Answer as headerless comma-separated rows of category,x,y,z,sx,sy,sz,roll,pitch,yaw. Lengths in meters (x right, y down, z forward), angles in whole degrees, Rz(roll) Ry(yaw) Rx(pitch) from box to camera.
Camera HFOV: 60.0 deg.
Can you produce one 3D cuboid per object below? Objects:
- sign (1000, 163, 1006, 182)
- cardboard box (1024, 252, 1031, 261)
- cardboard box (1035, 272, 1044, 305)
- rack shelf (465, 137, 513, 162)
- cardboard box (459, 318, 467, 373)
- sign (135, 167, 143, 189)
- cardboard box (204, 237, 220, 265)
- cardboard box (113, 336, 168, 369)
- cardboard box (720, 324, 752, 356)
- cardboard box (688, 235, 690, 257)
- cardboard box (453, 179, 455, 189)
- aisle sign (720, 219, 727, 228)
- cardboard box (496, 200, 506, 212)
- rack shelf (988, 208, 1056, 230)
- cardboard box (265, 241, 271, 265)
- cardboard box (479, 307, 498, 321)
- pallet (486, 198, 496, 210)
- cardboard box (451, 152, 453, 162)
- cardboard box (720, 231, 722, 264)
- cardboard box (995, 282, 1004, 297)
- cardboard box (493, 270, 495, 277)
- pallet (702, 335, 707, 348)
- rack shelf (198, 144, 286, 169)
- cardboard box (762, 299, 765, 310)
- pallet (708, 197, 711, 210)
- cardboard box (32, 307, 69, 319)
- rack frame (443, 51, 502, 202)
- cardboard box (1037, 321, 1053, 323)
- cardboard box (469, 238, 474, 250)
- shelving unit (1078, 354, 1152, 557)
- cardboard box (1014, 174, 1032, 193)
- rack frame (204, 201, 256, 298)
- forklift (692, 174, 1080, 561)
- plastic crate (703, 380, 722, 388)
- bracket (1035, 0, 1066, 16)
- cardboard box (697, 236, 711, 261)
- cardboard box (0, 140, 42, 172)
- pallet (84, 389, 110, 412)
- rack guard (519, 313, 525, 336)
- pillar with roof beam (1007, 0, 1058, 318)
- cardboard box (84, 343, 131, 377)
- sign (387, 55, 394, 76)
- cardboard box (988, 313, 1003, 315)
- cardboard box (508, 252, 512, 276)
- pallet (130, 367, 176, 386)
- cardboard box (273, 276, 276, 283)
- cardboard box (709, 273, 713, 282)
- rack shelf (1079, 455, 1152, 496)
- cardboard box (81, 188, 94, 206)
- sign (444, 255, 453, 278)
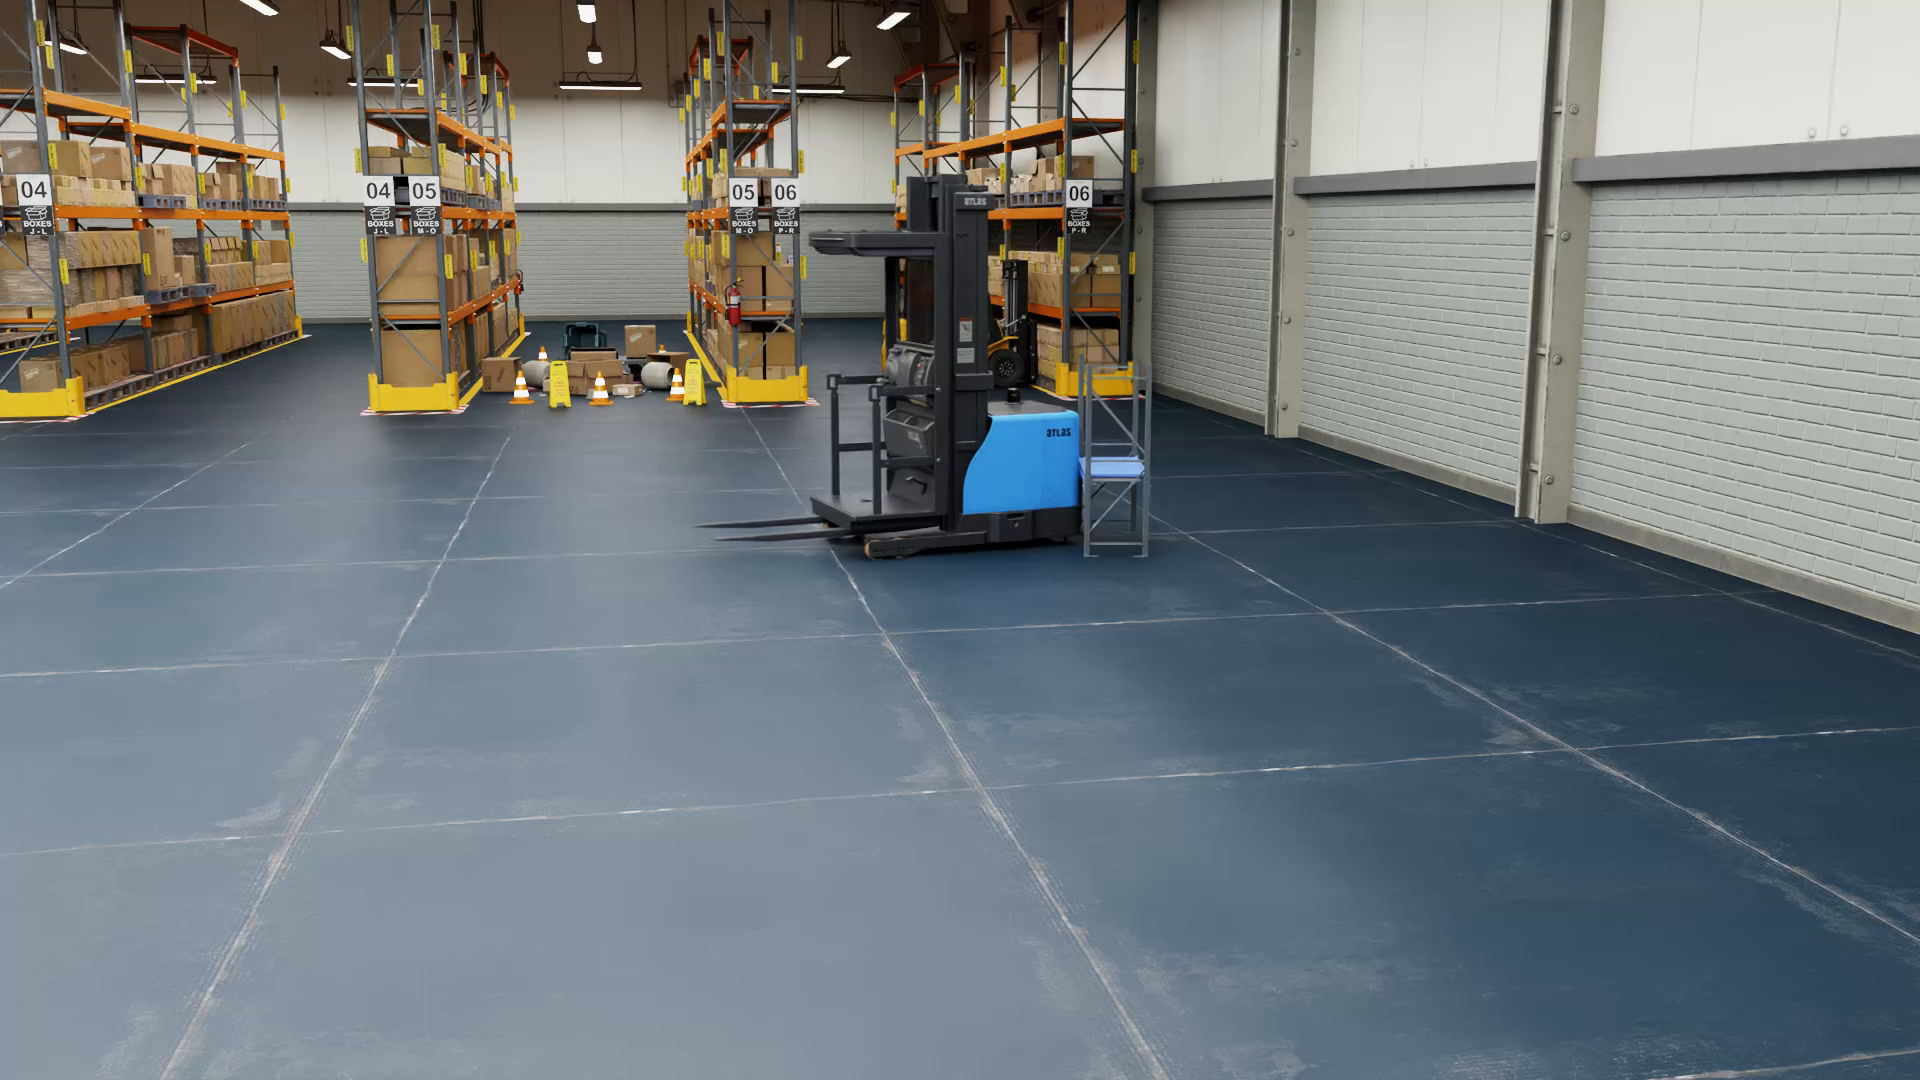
sign,0.739,-6.292,28.483,0.100,0.325,0.005,-2,11,-11
cardboard box,1.265,-4.687,27.501,0.380,0.149,0.250,-2,11,-12
cardboard box,1.503,-4.017,26.510,0.500,0.500,0.500,-2,11,-12
rack shelf,-10.379,-8.477,36.102,1.077,0.370,4.000,-2,11,-11
cardboard box,-8.380,-3.096,26.499,0.875,0.875,0.875,-2,11,-10
sign,-12.788,-5.638,25.891,0.100,0.325,0.005,-2,11,-11
cardboard box,-14.347,-5.419,31.197,0.797,0.503,0.637,-2,11,-10
cardboard box,-13.492,-3.079,27.361,0.700,0.500,0.500,-2,11,-11
cardboard box,-3.633,-3.258,27.017,0.500,0.500,0.500,-2,11,-9
cardboard box,-6.011,-6.798,38.450,0.500,0.500,0.500,-2,11,-13
cardboard box,-7.704,-5.276,24.652,0.380,0.149,0.250,-2,11,-10
aisle sign,-5.642,-7.752,39.451,0.394,0.787,0.004,-2,11,-11
cardboard box,-9.821,-7.013,34.898,0.500,0.250,0.500,-2,11,-8
rack shelf,0.881,-5.918,30.669,1.077,0.370,4.000,-2,11,-11
cardboard box,-14.911,-6.081,35.221,0.500,0.500,0.500,-2,11,-13
cardboard box,-9.207,-4.360,32.138,0.500,0.250,0.500,-2,11,-12
pallet,-9.035,-6.050,29.941,1.213,0.211,1.003,-2,11,-8
cardboard box,-7.705,-5.668,24.579,0.380,0.149,0.250,-2,11,-10
cardboard box,-3.225,-4.382,24.957,0.700,0.500,0.500,-2,11,-10
cardboard box,0.915,-4.440,29.404,0.500,0.250,0.500,-2,11,-10
cardboard box,-9.462,-5.297,33.053,0.380,0.149,0.250,-2,11,-9
pallet,-4.930,-4.208,35.243,1.003,0.211,1.213,-2,11,-11
rack shelf,-15.264,-8.121,35.289,1.077,0.370,4.000,-2,11,-11
cardboard box,-2.747,-3.508,24.779,0.380,0.149,0.250,-2,11,-10
pallet,-3.819,-5.938,29.354,1.213,0.211,1.003,-2,11,-11
cardboard box,-12.363,-3.093,22.598,0.380,0.149,0.250,-2,11,-11
rack frame,-9.990,-8.466,34.107,1.000,3.000,0.127,-2,11,-11
cardboard box,1.254,-3.493,27.581,0.500,0.250,0.500,-2,11,-9
cardboard box,-8.933,-5.056,29.295,0.700,0.500,0.500,-2,11,-12
shelving unit,1.226,-0.701,13.371,0.538,1.500,1.048,0,11,1
cardboard box,1.193,-5.955,27.786,0.500,0.311,0.500,-2,11,-10
rack frame,-14.875,-5.357,33.818,1.000,3.000,0.127,-2,11,-11
forklift,-0.589,-1.391,13.165,3.031,2.935,1.130,-5,12,-23
plastic crate,-4.097,-2.498,26.606,0.402,0.080,0.583,-6,13,-31
bracket,1.866,-9.109,27.861,0.076,0.066,4.783,-2,11,-11
cardboard box,-5.129,-5.982,34.161,0.500,0.500,0.500,-2,11,-12
cardboard box,-13.091,-5.345,23.336,0.500,0.500,0.500,-2,11,-11
pallet,-12.679,-1.950,23.378,1.003,0.211,1.213,-2,11,-11
rack guard,-10.753,-5.010,38.683,1.175,0.500,0.348,-2,11,-11
pillar with roof beam,-2.593,-7.749,30.341,9.100,9.000,0.548,-2,11,-11
cardboard box,-13.281,-2.793,25.911,0.500,0.500,0.500,-2,11,-13
sign,-8.964,-7.474,26.189,0.100,0.325,0.005,-2,11,-11
cardboard box,0.600,-4.090,32.388,0.875,0.625,0.625,-2,11,-9
cardboard box,-10.005,-5.998,36.124,0.500,0.500,0.500,-2,11,-12
pallet,-13.472,-2.662,27.120,1.003,0.211,1.213,-2,11,-11
cardboard box,-14.911,-5.586,35.692,0.380,0.149,0.250,-2,11,-13
cardboard box,-4.432,-4.844,30.672,0.380,0.149,0.250,-2,11,-11
rack shelf,1.226,-0.525,13.404,0.538,0.185,1.000,0,11,1
cardboard box,-12.580,-4.839,23.476,0.500,0.250,0.500,-2,11,-11
sign,-7.111,-3.801,23.117,0.100,0.325,0.005,-2,11,-11
